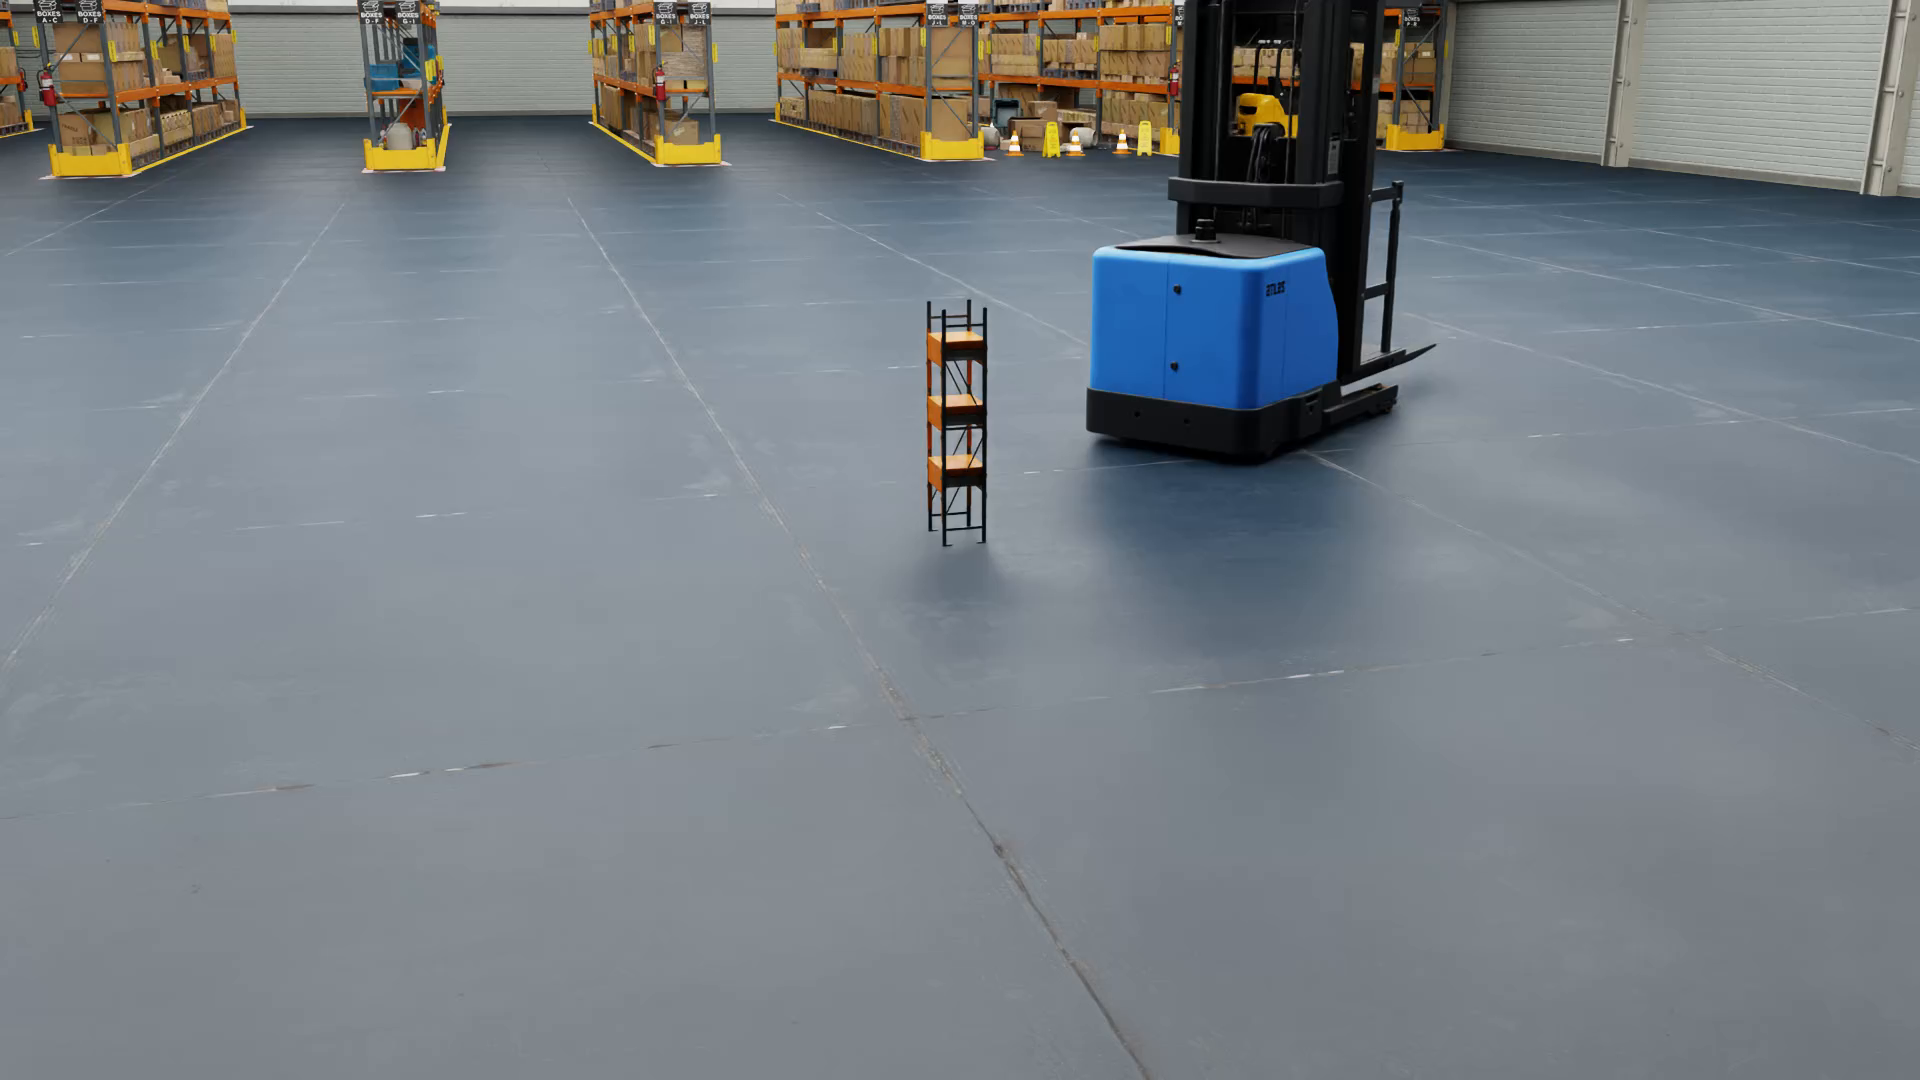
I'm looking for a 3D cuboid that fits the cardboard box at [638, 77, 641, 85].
[{"bbox_3d":[-6.221,-9.155,33.151,0.380,0.149,0.250,-5,17,-15],"label":"cardboard box"}]

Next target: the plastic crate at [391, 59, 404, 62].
[{"bbox_3d":[-13.464,-11.373,40.023,0.392,0.384,0.575,-5,17,-15],"label":"plastic crate"}]

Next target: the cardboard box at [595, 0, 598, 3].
[{"bbox_3d":[-9.111,-14.176,43.141,0.700,0.500,0.500,-5,18,-17],"label":"cardboard box"}]

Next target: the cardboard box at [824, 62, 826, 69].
[{"bbox_3d":[-2.993,-11.149,39.060,0.380,0.149,0.250,-5,17,-15],"label":"cardboard box"}]

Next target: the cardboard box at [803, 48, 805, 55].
[{"bbox_3d":[-3.700,-12.149,41.356,0.380,0.149,0.250,-4,17,-14],"label":"cardboard box"}]

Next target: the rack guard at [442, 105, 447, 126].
[{"bbox_3d":[-14.126,-11.165,43.751,1.175,0.500,0.348,-5,17,-15],"label":"rack guard"}]

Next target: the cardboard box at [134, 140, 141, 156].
[{"bbox_3d":[-14.685,-6.866,29.146,0.500,0.250,0.500,-5,17,-15],"label":"cardboard box"}]

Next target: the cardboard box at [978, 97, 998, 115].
[{"bbox_3d":[0.967,-11.828,45.340,0.875,0.438,0.875,-5,17,-17],"label":"cardboard box"}]

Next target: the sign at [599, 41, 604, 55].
[{"bbox_3d":[-8.778,-12.049,40.709,0.100,0.325,0.005,-5,17,-15],"label":"sign"}]

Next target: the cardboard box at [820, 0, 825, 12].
[{"bbox_3d":[-3.034,-12.797,39.453,0.500,0.500,0.500,-5,17,-15],"label":"cardboard box"}]

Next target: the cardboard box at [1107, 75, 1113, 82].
[{"bbox_3d":[3.379,-9.913,35.677,0.380,0.149,0.250,-4,17,-14],"label":"cardboard box"}]

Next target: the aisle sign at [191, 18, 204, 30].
[{"bbox_3d":[-19.171,-13.206,41.684,0.394,0.787,0.004,-5,17,-15],"label":"aisle sign"}]

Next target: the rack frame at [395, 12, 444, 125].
[{"bbox_3d":[-14.107,-12.356,43.372,1.000,3.000,0.127,-5,17,-15],"label":"rack frame"}]

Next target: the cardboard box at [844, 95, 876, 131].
[{"bbox_3d":[-2.025,-9.606,37.396,1.050,0.750,0.750,-4,17,-14],"label":"cardboard box"}]

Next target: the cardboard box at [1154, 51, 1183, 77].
[{"bbox_3d":[4.167,-9.424,32.921,0.500,0.500,0.500,-5,17,-16],"label":"cardboard box"}]

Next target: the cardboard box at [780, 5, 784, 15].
[{"bbox_3d":[-4.530,-14.186,44.512,0.500,0.250,0.500,-4,17,-13],"label":"cardboard box"}]

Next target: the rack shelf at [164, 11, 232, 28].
[{"bbox_3d":[-18.321,-12.504,39.902,1.077,0.370,4.000,-5,17,-15],"label":"rack shelf"}]

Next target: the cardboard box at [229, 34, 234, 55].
[{"bbox_3d":[-18.484,-12.391,41.576,0.500,0.500,0.500,-5,17,-16],"label":"cardboard box"}]

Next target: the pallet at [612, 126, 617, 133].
[{"bbox_3d":[-7.961,-10.098,40.703,1.003,0.211,1.213,-5,17,-15],"label":"pallet"}]

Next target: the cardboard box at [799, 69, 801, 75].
[{"bbox_3d":[-3.928,-12.008,42.651,0.380,0.149,0.250,-5,17,-17],"label":"cardboard box"}]

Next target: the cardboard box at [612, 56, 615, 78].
[{"bbox_3d":[-7.797,-10.981,38.622,0.500,0.500,0.500,-5,18,-17],"label":"cardboard box"}]

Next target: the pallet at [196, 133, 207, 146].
[{"bbox_3d":[-16.841,-8.627,35.804,1.003,0.211,1.213,-5,17,-15],"label":"pallet"}]

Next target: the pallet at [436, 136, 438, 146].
[{"bbox_3d":[-11.401,-8.254,34.562,1.003,0.211,1.213,-5,17,-15],"label":"pallet"}]

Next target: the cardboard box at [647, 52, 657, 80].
[{"bbox_3d":[-5.325,-8.795,30.828,0.875,0.500,0.500,-5,17,-15],"label":"cardboard box"}]

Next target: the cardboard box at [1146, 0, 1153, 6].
[{"bbox_3d":[3.954,-10.781,33.352,0.380,0.149,0.250,-5,17,-16],"label":"cardboard box"}]

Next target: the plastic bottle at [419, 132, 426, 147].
[{"bbox_3d":[-10.172,-7.600,31.509,0.152,0.276,0.135,-4,17,-14],"label":"plastic bottle"}]

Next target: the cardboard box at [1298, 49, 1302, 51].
[{"bbox_3d":[7.858,-11.111,37.925,0.380,0.149,0.250,-5,17,-16],"label":"cardboard box"}]

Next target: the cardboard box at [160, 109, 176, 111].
[{"bbox_3d":[-17.155,-9.006,35.801,0.500,0.500,0.500,-4,17,-13],"label":"cardboard box"}]

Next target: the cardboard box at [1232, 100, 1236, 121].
[{"bbox_3d":[6.831,-10.816,41.859,0.500,0.500,0.500,-4,17,-14],"label":"cardboard box"}]

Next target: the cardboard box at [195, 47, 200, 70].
[{"bbox_3d":[-17.226,-10.624,36.703,0.700,0.500,0.500,-10,19,-29],"label":"cardboard box"}]

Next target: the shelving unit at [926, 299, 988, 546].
[{"bbox_3d":[-0.015,-0.518,7.350,0.215,1.050,0.252,-5,17,-15],"label":"shelving unit"}]

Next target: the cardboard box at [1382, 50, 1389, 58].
[{"bbox_3d":[8.889,-10.000,34.226,0.380,0.149,0.250,-4,17,-14],"label":"cardboard box"}]

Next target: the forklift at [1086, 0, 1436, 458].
[{"bbox_3d":[1.985,-2.203,9.690,1.130,2.935,3.031,12,21,35],"label":"forklift"}]

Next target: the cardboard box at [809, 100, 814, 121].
[{"bbox_3d":[-3.500,-10.784,41.754,0.500,0.500,0.500,-4,17,-13],"label":"cardboard box"}]

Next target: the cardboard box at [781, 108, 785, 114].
[{"bbox_3d":[-4.711,-11.777,45.671,0.380,0.149,0.250,-4,17,-14],"label":"cardboard box"}]

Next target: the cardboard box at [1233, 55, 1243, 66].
[{"bbox_3d":[7.017,-11.735,40.698,0.500,0.250,0.500,-5,17,-15],"label":"cardboard box"}]

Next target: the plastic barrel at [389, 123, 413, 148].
[{"bbox_3d":[-10.102,-7.255,29.984,0.421,0.512,0.421,0,17,0],"label":"plastic barrel"}]

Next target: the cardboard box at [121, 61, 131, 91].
[{"bbox_3d":[-15.017,-8.146,29.182,0.700,0.500,0.500,-4,17,-14],"label":"cardboard box"}]

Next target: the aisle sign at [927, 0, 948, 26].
[{"bbox_3d":[-0.419,-9.888,30.637,0.394,0.787,0.004,-5,17,-15],"label":"aisle sign"}]

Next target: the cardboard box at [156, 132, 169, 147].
[{"bbox_3d":[-15.445,-7.662,31.794,0.500,0.250,0.500,-5,17,-17],"label":"cardboard box"}]

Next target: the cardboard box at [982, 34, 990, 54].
[{"bbox_3d":[0.888,-13.060,43.805,0.500,0.500,0.500,-5,17,-16],"label":"cardboard box"}]

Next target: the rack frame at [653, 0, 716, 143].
[{"bbox_3d":[-4.947,-8.322,29.942,1.000,3.000,0.127,-5,17,-15],"label":"rack frame"}]

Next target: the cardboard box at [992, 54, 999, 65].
[{"bbox_3d":[1.133,-12.448,43.071,0.500,0.250,0.500,-5,17,-17],"label":"cardboard box"}]

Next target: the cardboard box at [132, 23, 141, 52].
[{"bbox_3d":[-15.444,-9.193,30.414,0.700,0.500,0.500,-5,17,-15],"label":"cardboard box"}]

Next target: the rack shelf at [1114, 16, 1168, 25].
[{"bbox_3d":[5.505,-14.463,46.424,1.077,0.370,4.000,-5,17,-15],"label":"rack shelf"}]

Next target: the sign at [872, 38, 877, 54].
[{"bbox_3d":[-1.769,-10.264,34.531,0.100,0.325,0.005,-5,17,-15],"label":"sign"}]

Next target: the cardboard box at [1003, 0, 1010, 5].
[{"bbox_3d":[1.295,-13.573,41.885,0.380,0.166,0.250,-6,18,-19],"label":"cardboard box"}]

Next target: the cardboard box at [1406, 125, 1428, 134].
[{"bbox_3d":[9.406,-8.534,34.700,0.500,0.250,0.500,-5,17,-15],"label":"cardboard box"}]

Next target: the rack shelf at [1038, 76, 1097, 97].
[{"bbox_3d":[2.932,-10.421,38.179,1.077,0.370,4.000,-5,17,-15],"label":"rack shelf"}]

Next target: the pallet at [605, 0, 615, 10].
[{"bbox_3d":[-7.374,-12.055,37.484,1.213,0.211,1.003,-4,17,-13],"label":"pallet"}]

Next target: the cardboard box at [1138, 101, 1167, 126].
[{"bbox_3d":[3.964,-8.694,33.927,0.500,0.500,0.500,-4,17,-13],"label":"cardboard box"}]

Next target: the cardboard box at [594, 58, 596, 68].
[{"bbox_3d":[-9.323,-12.521,43.665,0.500,0.250,0.500,-5,17,-16],"label":"cardboard box"}]

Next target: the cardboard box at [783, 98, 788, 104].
[{"bbox_3d":[-4.593,-11.914,45.093,0.380,0.149,0.250,-5,17,-15],"label":"cardboard box"}]

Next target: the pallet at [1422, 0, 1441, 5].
[{"bbox_3d":[9.183,-11.091,34.100,1.003,0.211,1.213,-5,17,-15],"label":"pallet"}]

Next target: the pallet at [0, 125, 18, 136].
[{"bbox_3d":[-23.006,-9.685,39.329,1.003,0.211,1.213,-5,17,-15],"label":"pallet"}]
